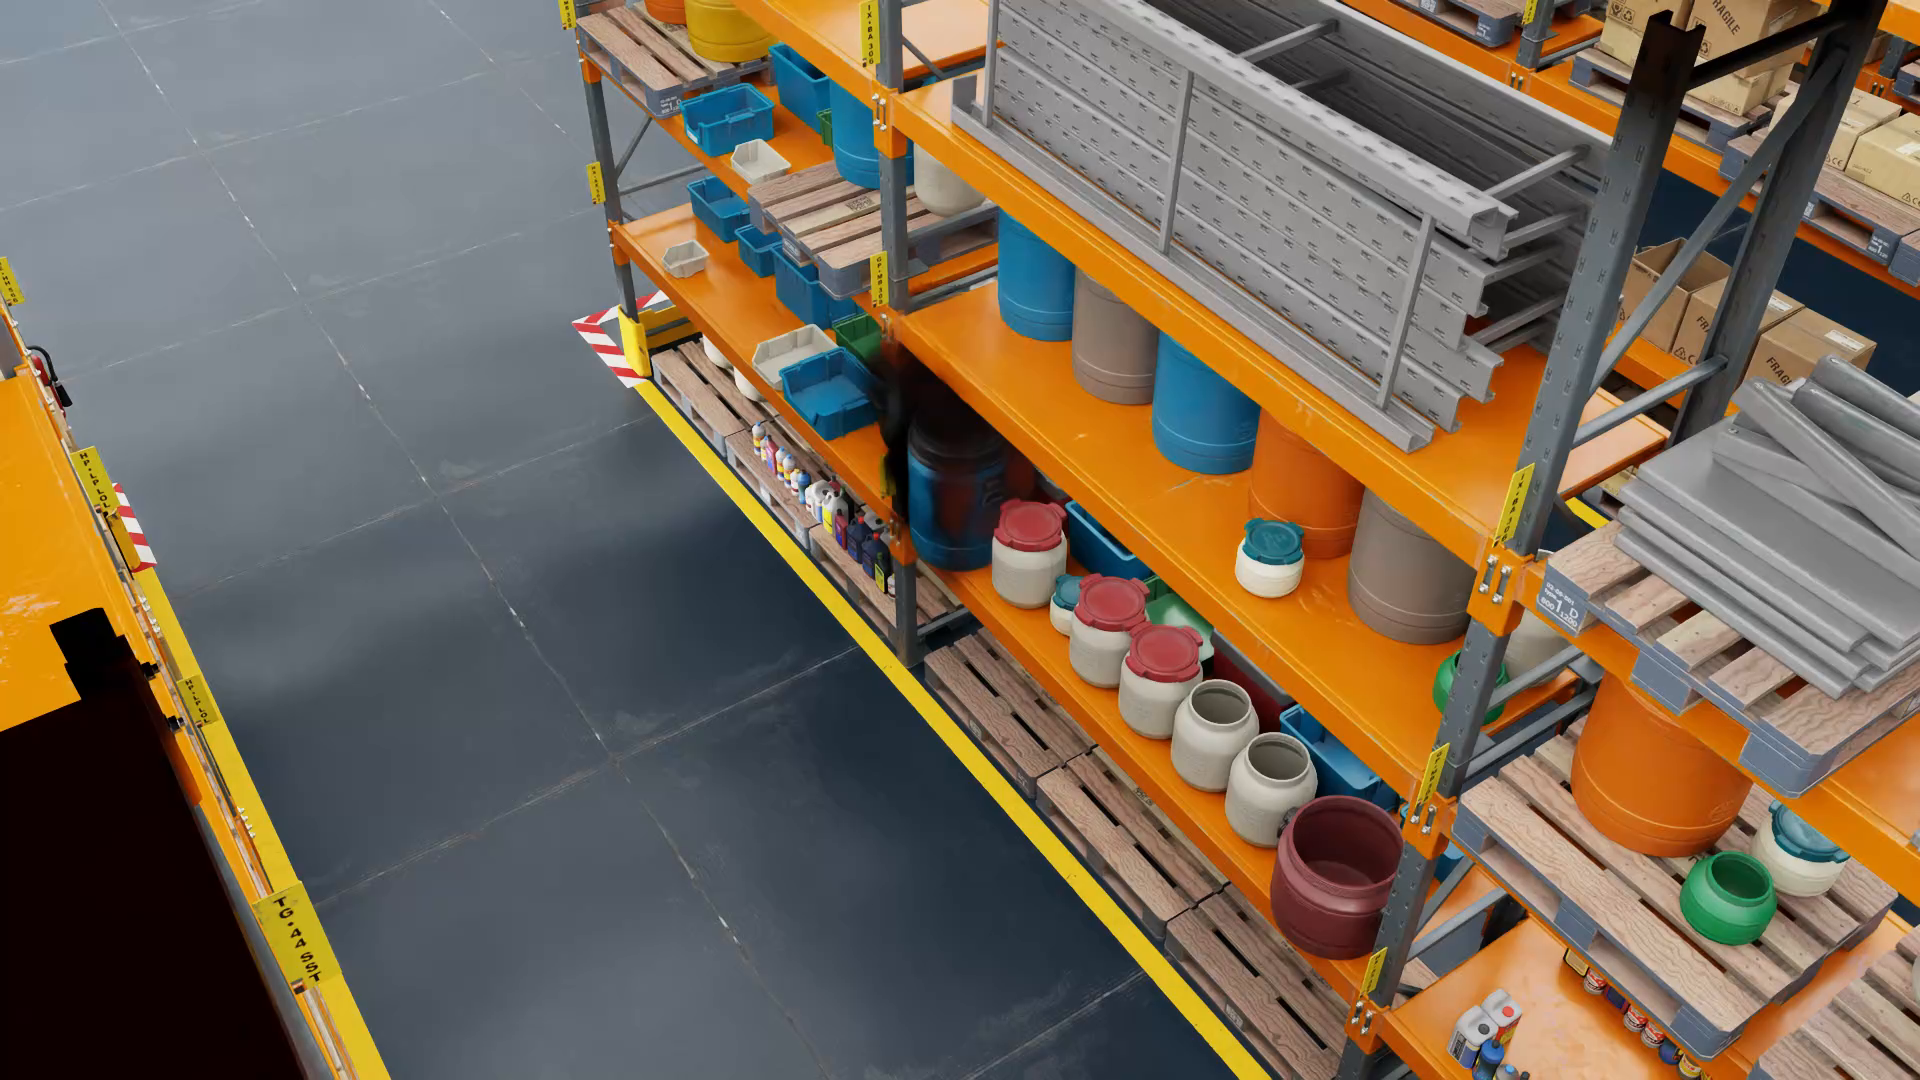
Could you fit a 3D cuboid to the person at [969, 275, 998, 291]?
[{"bbox_3d":[0.248,-2.766,13.508,0.384,1.732,0.569,-6,43,-7],"label":"person"}]
